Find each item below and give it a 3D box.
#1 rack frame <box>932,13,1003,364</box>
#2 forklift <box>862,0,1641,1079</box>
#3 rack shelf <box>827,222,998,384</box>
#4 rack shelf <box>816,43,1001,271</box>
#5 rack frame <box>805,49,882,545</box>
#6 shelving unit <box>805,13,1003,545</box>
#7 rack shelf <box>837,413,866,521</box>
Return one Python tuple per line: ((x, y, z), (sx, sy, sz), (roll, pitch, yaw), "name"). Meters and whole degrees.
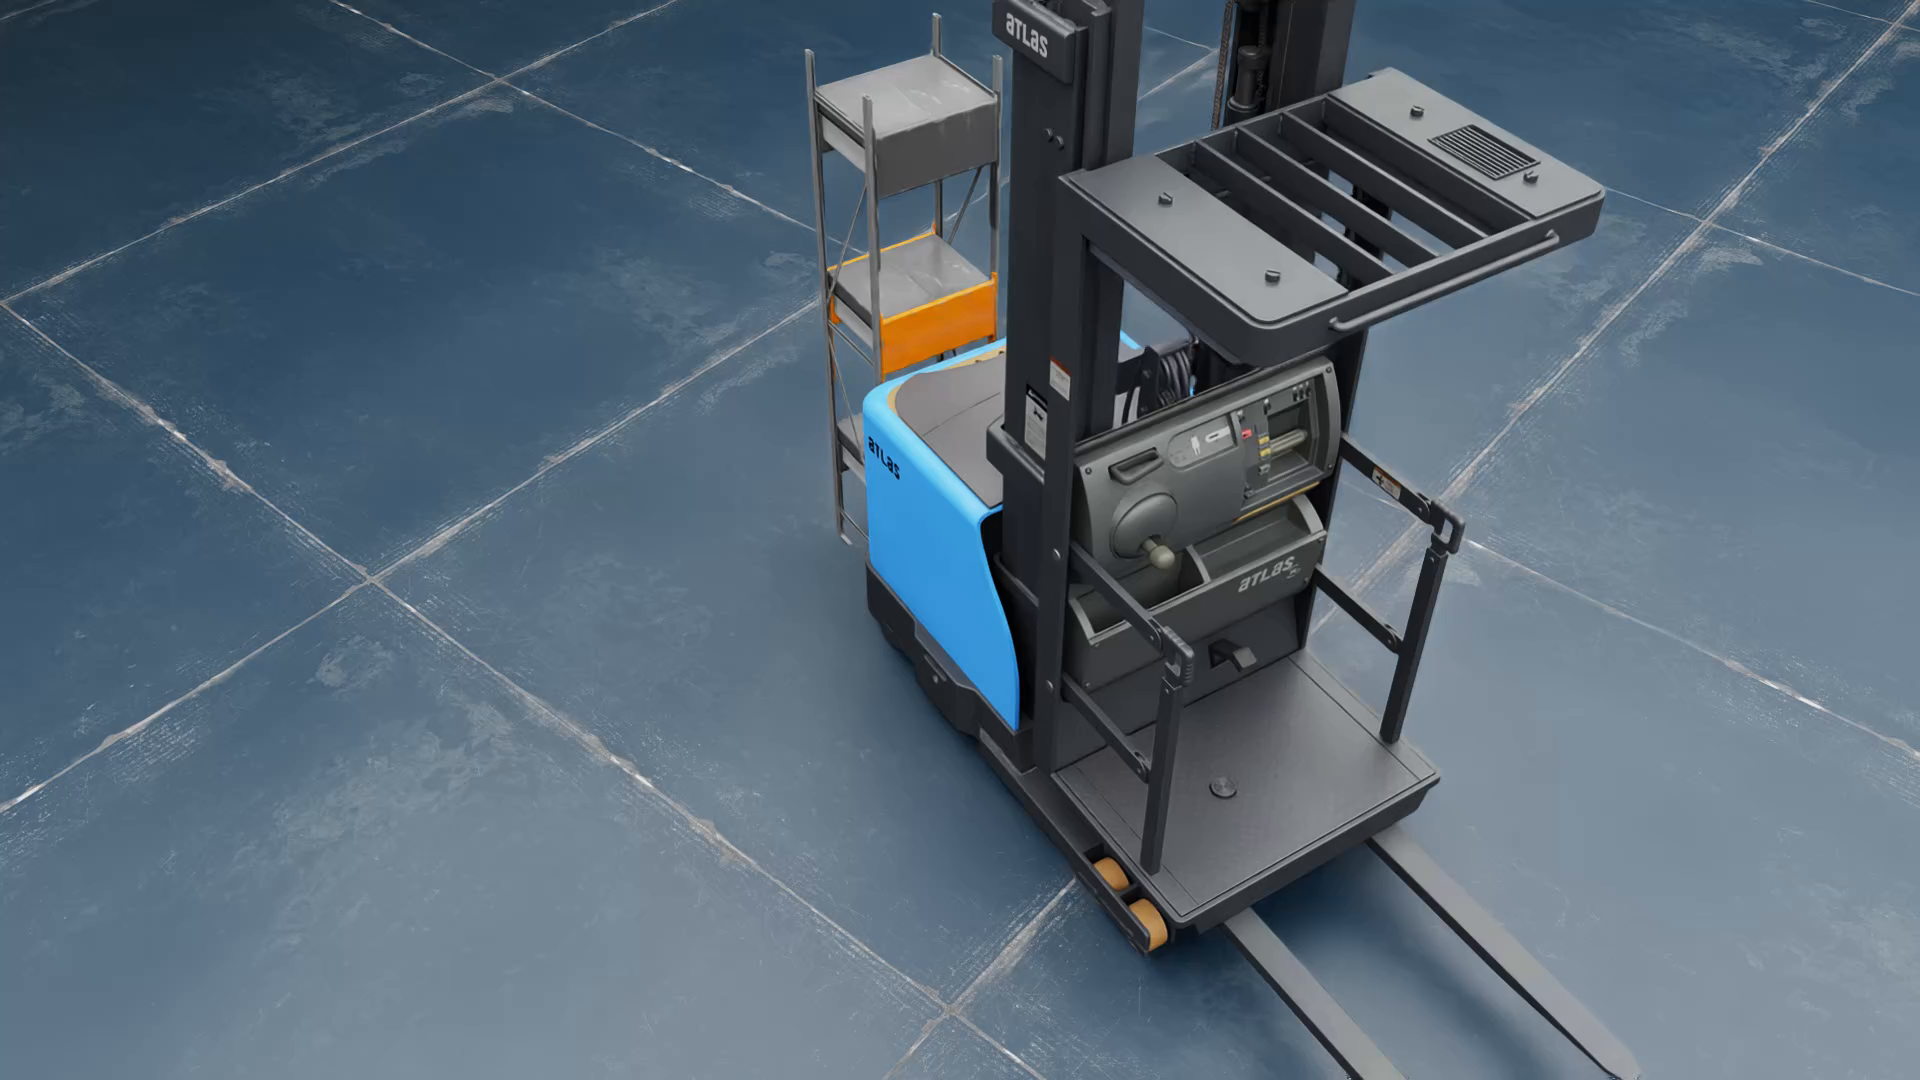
((0.022, -0.875, 6.151), (0.015, 2.100, 0.400), (-24, 47, -24), "rack frame")
((0.858, -0.138, 4.723), (1.130, 2.935, 3.031), (-23, 47, -23), "forklift")
((-0.182, -0.775, 6.062), (0.480, 0.518, 0.431), (-24, 47, -24), "rack shelf")
((-0.182, -1.293, 5.591), (0.480, 0.518, 0.431), (-24, 47, -24), "rack shelf")
((-0.387, -0.695, 5.954), (0.015, 2.100, 0.400), (-24, 47, -24), "rack frame")
((-0.182, -0.785, 6.052), (0.503, 2.100, 0.431), (-24, 47, -24), "shelving unit")
((-0.182, -0.257, 6.532), (0.480, 0.518, 0.431), (-24, 47, -24), "rack shelf")
